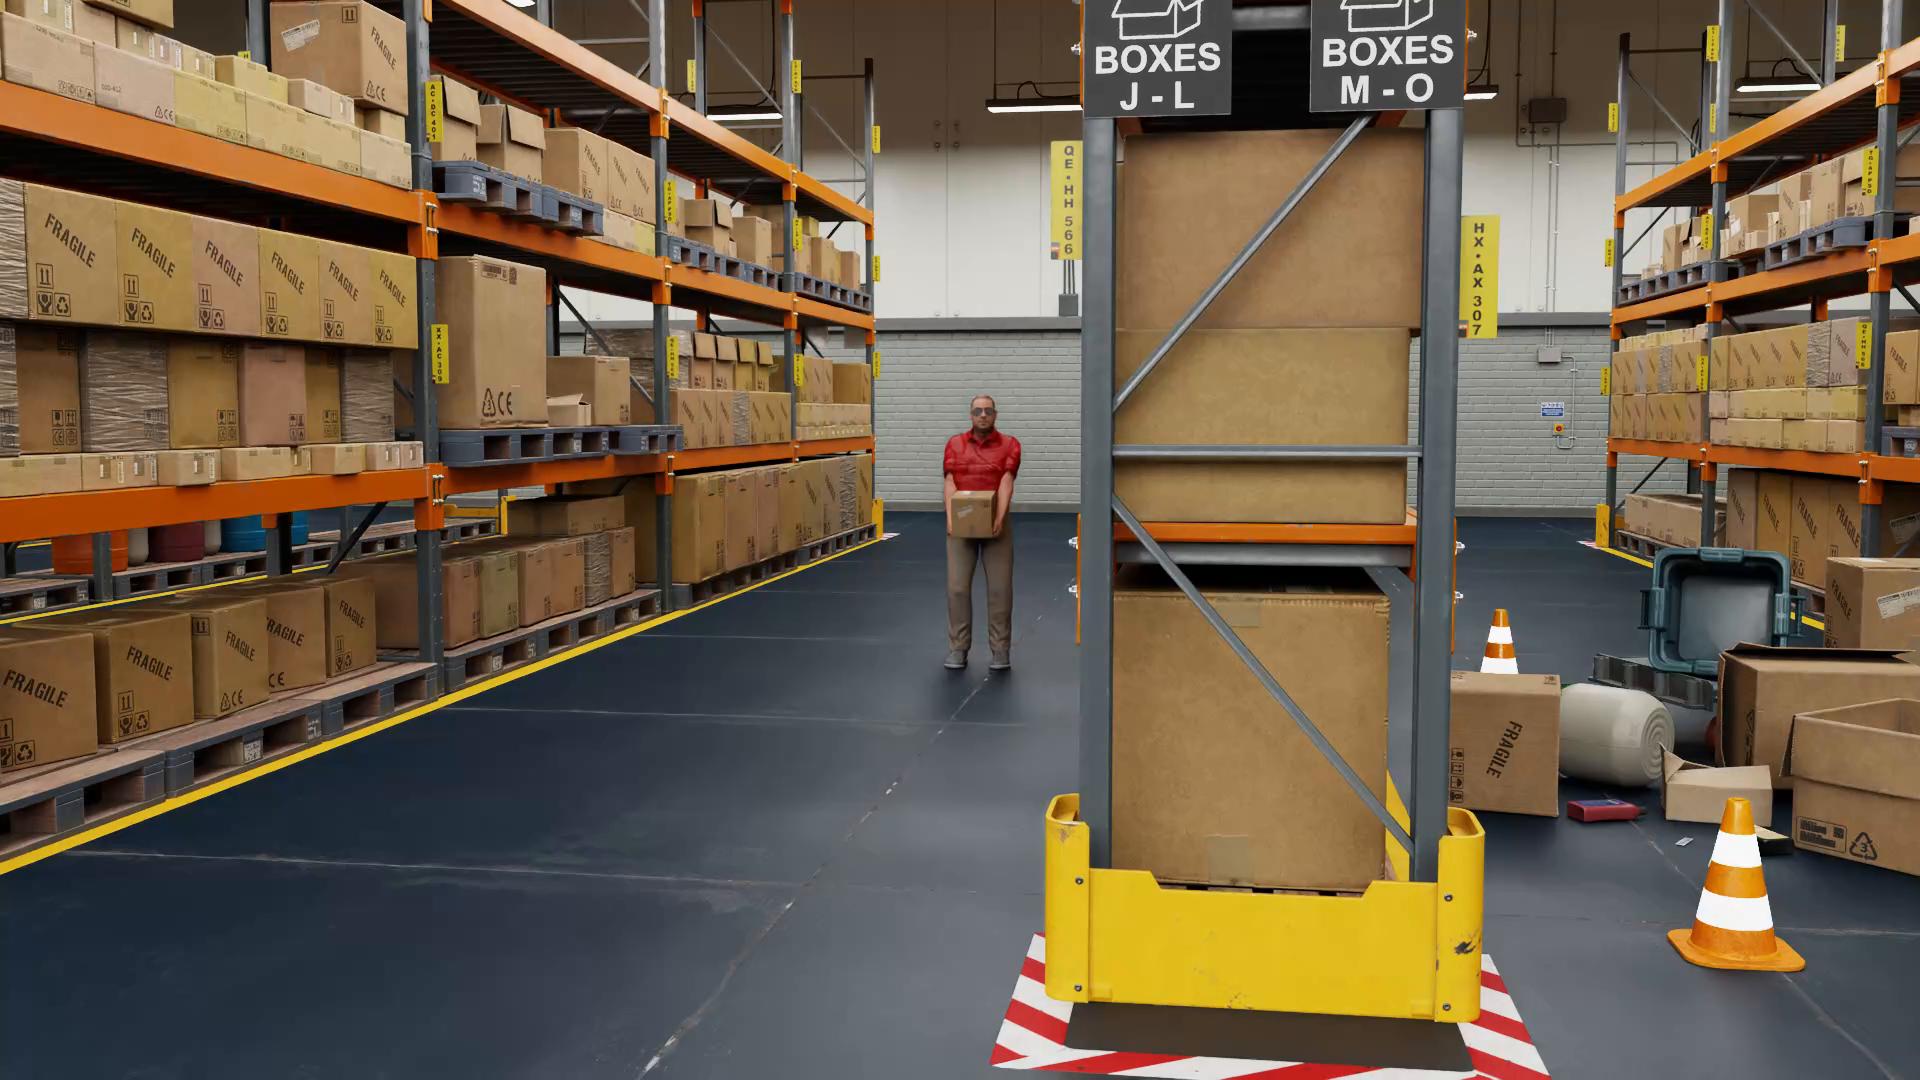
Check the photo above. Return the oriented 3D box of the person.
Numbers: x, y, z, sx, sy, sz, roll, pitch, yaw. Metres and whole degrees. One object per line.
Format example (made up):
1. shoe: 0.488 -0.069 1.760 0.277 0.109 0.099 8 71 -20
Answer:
1. person: 0.130 -0.050 10.452 0.490 1.726 0.542 1 4 8
